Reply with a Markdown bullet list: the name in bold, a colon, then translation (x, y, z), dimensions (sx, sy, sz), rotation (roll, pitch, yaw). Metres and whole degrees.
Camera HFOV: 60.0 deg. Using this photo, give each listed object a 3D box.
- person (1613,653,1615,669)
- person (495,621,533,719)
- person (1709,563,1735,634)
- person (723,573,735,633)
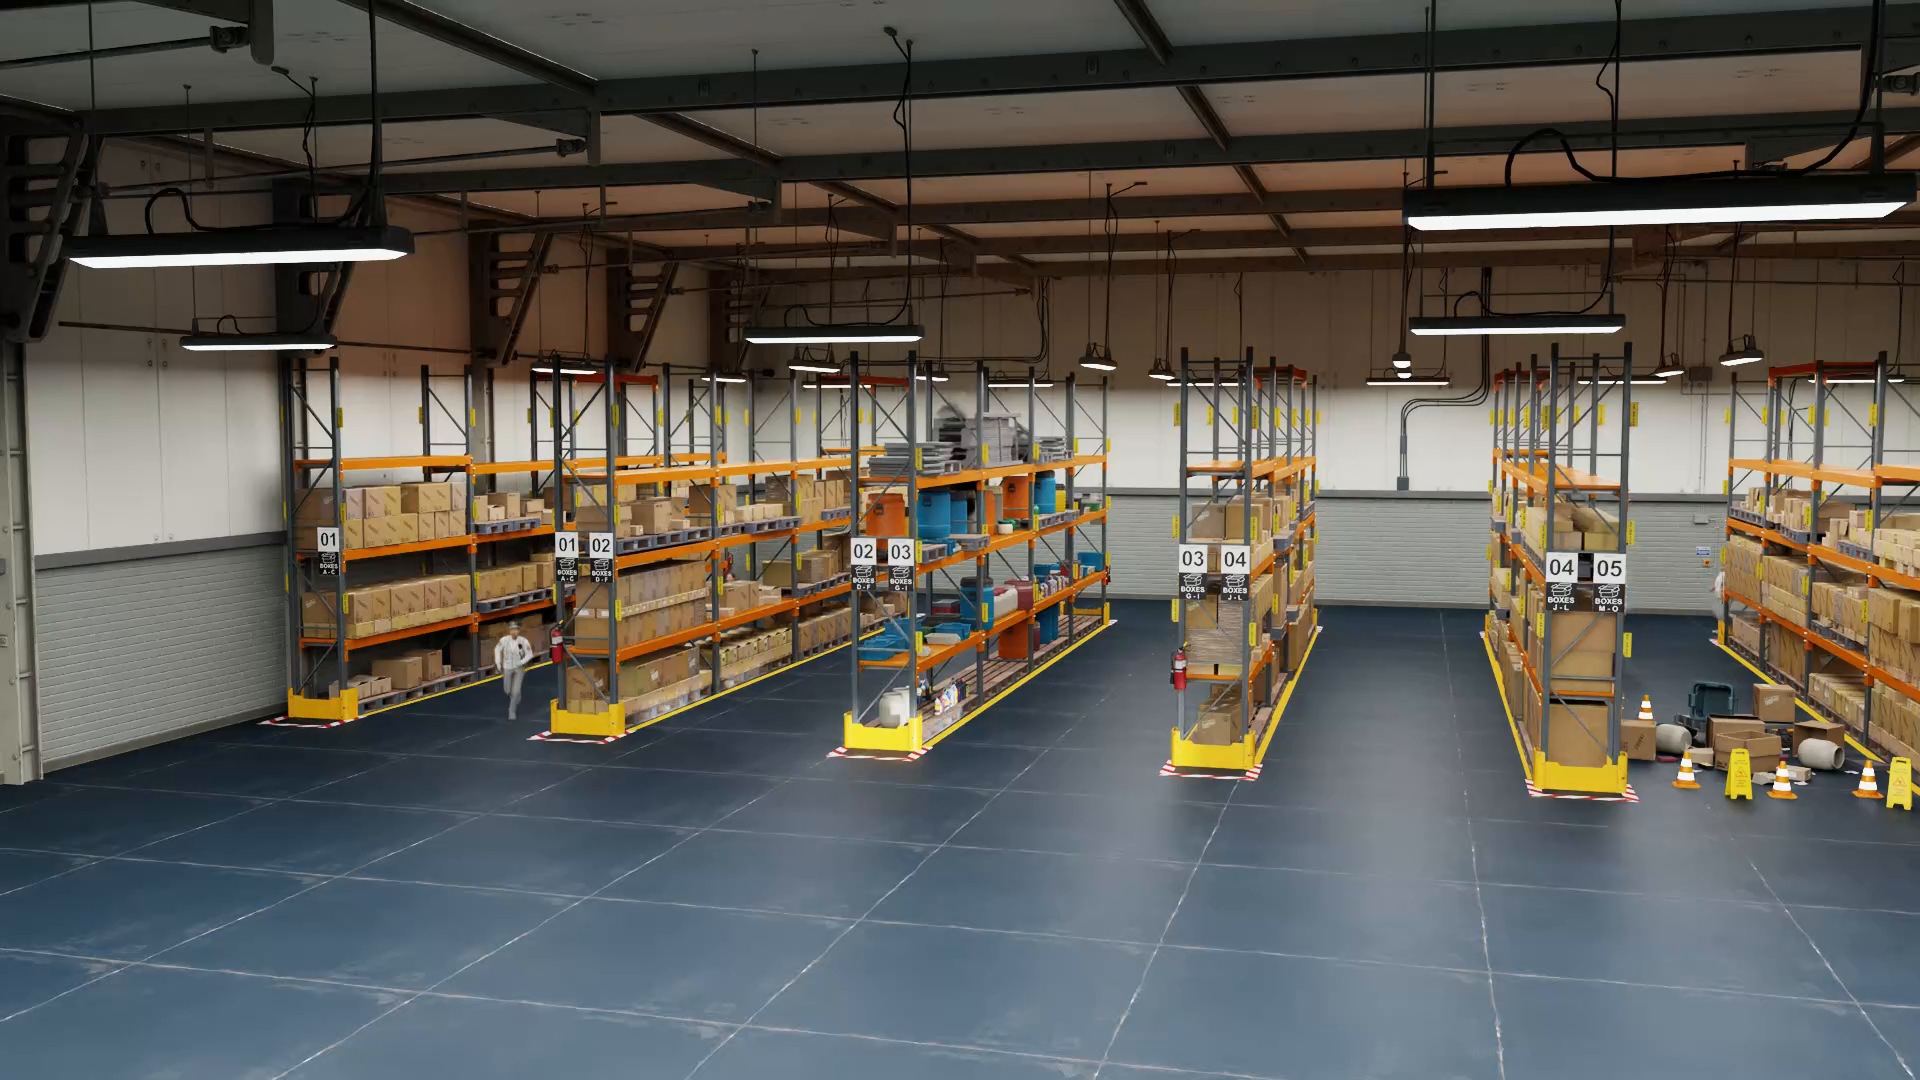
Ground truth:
- **person**: translation (12.969, 1.755, 33.284), dimensions (0.621, 1.591, 0.759), rotation (1, 4, 13)
- **person**: translation (-7.457, 2.163, 27.787), dimensions (0.653, 1.650, 0.647), rotation (0, 4, -3)
- **person**: translation (17.760, 1.302, 38.536), dimensions (0.679, 1.741, 0.658), rotation (0, 4, -2)
- **person**: translation (-4.988, 1.525, 36.260), dimensions (0.588, 1.628, 0.758), rotation (1, 4, 11)
